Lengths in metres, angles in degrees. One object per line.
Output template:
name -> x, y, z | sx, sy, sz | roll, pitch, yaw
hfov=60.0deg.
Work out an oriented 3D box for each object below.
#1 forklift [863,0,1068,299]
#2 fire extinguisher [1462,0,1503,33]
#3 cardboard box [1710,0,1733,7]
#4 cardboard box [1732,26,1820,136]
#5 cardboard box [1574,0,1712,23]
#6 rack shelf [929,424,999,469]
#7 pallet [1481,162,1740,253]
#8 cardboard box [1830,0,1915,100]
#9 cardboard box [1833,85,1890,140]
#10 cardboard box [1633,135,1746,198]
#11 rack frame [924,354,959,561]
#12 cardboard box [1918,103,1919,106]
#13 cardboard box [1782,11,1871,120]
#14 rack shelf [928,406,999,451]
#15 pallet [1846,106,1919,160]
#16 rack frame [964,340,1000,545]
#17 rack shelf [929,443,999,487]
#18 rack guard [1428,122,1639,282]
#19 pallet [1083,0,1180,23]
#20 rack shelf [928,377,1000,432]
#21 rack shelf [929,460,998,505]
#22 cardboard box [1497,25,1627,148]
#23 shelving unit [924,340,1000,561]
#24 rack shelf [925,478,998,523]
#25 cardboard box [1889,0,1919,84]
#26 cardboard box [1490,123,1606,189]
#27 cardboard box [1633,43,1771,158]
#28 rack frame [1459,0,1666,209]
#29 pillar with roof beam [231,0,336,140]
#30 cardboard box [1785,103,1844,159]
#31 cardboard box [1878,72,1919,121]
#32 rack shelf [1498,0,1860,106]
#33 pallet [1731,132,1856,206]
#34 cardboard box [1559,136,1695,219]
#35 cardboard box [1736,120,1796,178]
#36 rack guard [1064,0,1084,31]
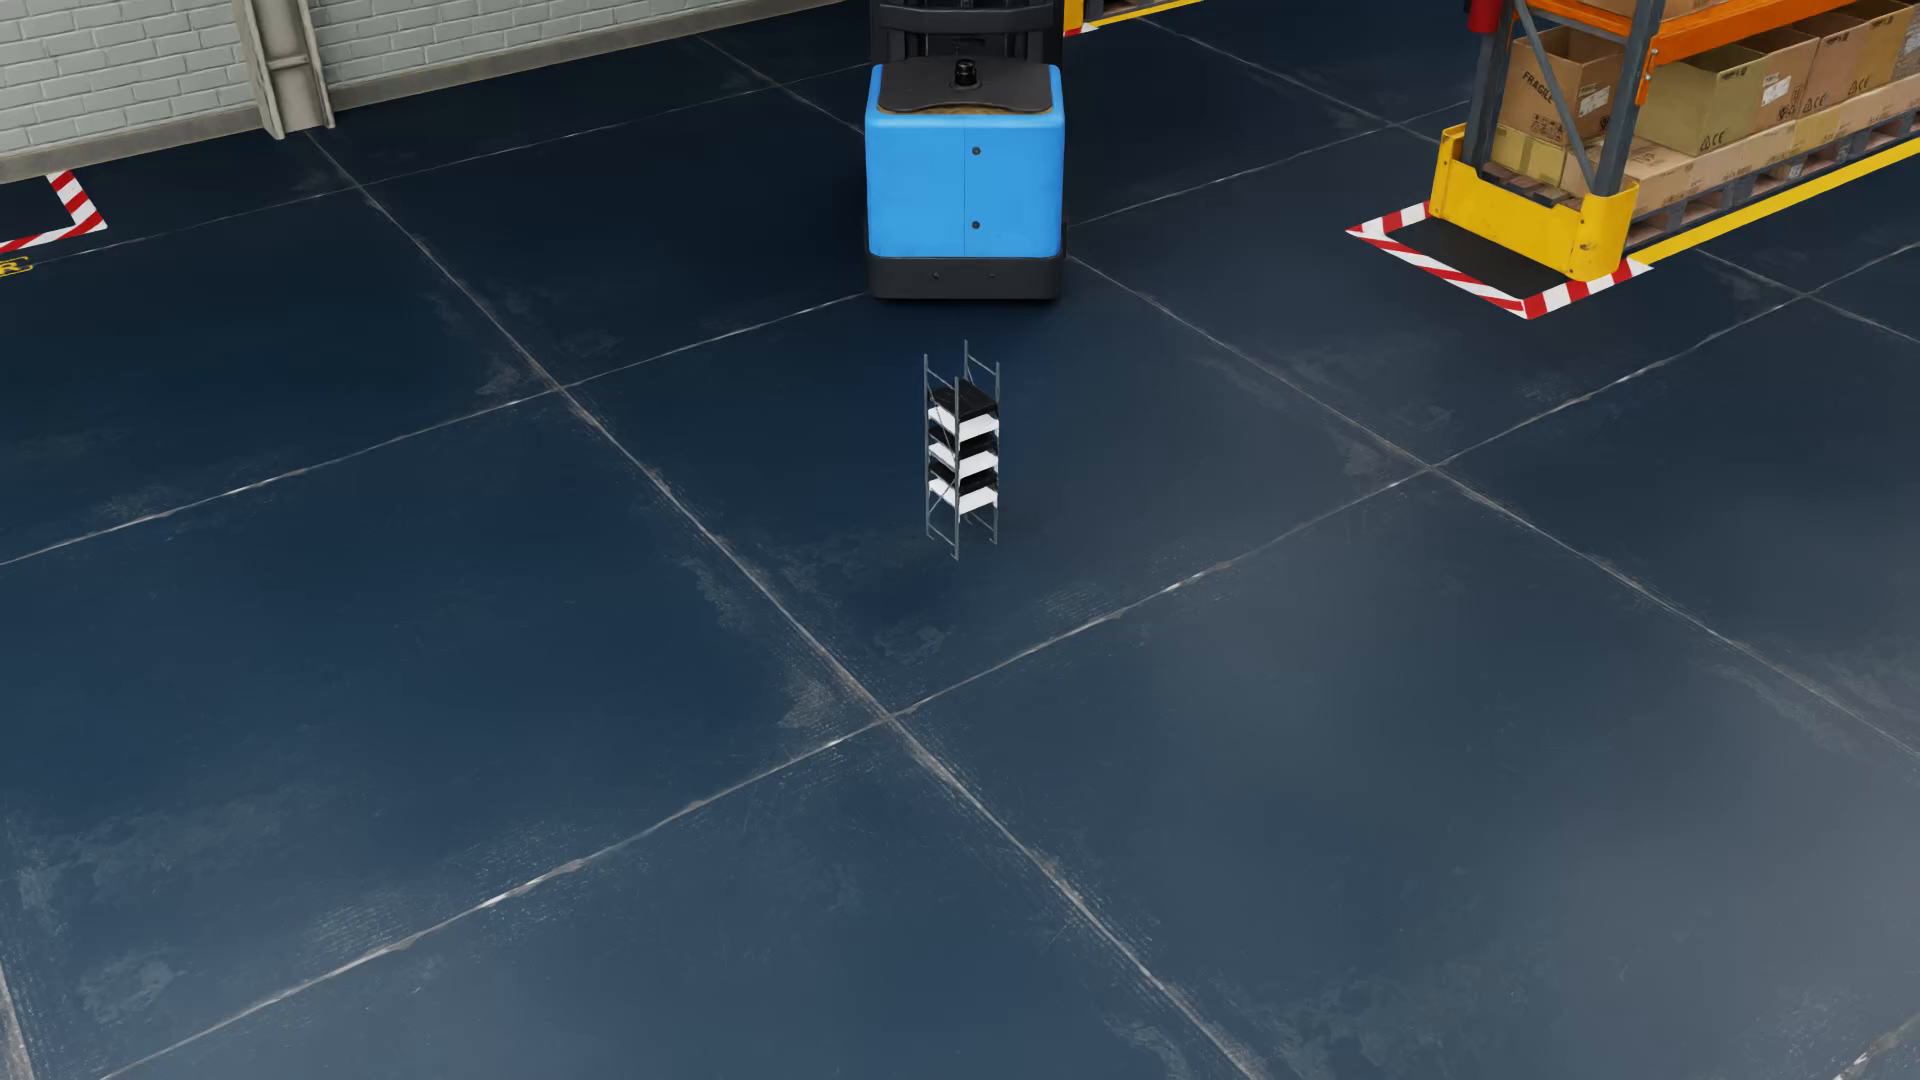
forklift -> 0.041, -3.310, 9.341 | 1.130, 2.935, 3.031 | 0, 36, 1
fire extinguisher -> 2.920, -3.133, 9.103 | 0.183, 0.674, 0.296 | -22, 41, -28
cardboard box -> 4.100, -3.353, 9.257 | 0.500, 0.500, 0.700 | -21, 41, -27
cardboard box -> 4.660, -2.758, 9.869 | 0.500, 0.500, 0.500 | -22, 41, -28
cardboard box -> 3.674, -3.174, 9.008 | 0.500, 0.500, 0.700 | -22, 41, -28
rack shelf -> 0.007, -0.414, 6.958 | 0.200, 0.077, 0.258 | -22, 41, -28
pallet -> 3.886, -2.127, 10.027 | 1.213, 0.211, 1.003 | -22, 41, -28
cardboard box -> 5.479, -3.093, 10.335 | 0.500, 0.500, 0.500 | -22, 41, -28
cardboard box -> 5.486, -2.783, 10.545 | 0.500, 0.250, 0.500 | -22, 41, -28
cardboard box -> 4.258, -2.280, 9.847 | 0.500, 0.250, 0.500 | -22, 41, -28
rack frame -> -0.076, -0.334, 6.943 | 0.006, 0.900, 0.240 | -22, 41, -28
cardboard box -> 6.301, -3.121, 11.016 | 0.500, 0.250, 0.500 | -22, 41, -28
cardboard box -> 5.079, -2.918, 10.092 | 0.500, 0.500, 0.500 | -22, 41, -28
rack shelf -> 0.007, -0.487, 6.905 | 0.200, 0.077, 0.258 | -22, 41, -28
pallet -> 5.880, -2.948, 11.168 | 1.213, 0.211, 1.003 | -22, 41, -28
rack frame -> 0.090, -0.402, 7.039 | 0.006, 0.900, 0.240 | -22, 41, -28
rack shelf -> 0.007, -0.341, 7.011 | 0.200, 0.077, 0.258 | -22, 41, -28
rack guard -> 3.265, -1.959, 9.546 | 0.348, 0.500, 1.175 | -22, 41, -28
pallet -> 1.174, -4.495, 13.319 | 1.213, 0.211, 1.003 | -22, 41, -28
rack shelf -> 0.007, -0.560, 6.853 | 0.200, 0.077, 0.258 | -22, 41, -28
rack shelf -> 0.007, -0.268, 7.063 | 0.200, 0.077, 0.258 | -22, 41, -28
cardboard box -> 3.552, -2.663, 9.737 | 0.500, 0.500, 0.500 | -22, 41, -28
shelving unit -> 0.007, -0.368, 6.991 | 0.210, 0.900, 0.258 | -22, 41, -28
rack shelf -> 0.007, -0.195, 7.116 | 0.200, 0.077, 0.258 | -22, 41, -28
cardboard box -> 5.886, -3.263, 10.571 | 0.500, 0.500, 0.500 | -22, 41, -28
cardboard box -> 3.553, -2.358, 9.954 | 0.500, 0.250, 0.500 | -22, 41, -28
cardboard box -> 4.259, -2.584, 9.627 | 0.500, 0.500, 0.500 | -22, 41, -28
rack frame -> 3.285, -2.982, 8.827 | 0.127, 3.000, 1.000 | -22, 41, -28
pillar with roof beam -> -1.923, -4.356, 5.600 | 0.400, 9.000, 9.100 | -22, 41, -28
cardboard box -> 5.078, -2.614, 10.311 | 0.500, 0.250, 0.500 | -22, 41, -28
cardboard box -> 5.887, -2.958, 10.789 | 0.500, 0.250, 0.500 | -22, 41, -28
rack shelf -> 4.919, -3.363, 9.973 | 4.000, 0.370, 1.077 | -22, 41, -28
pallet -> 4.882, -2.535, 10.594 | 1.213, 0.211, 1.003 | -22, 41, -28
cardboard box -> 3.851, -2.111, 9.611 | 0.500, 0.250, 0.500 | -22, 41, -28
cardboard box -> 4.667, -2.448, 10.081 | 0.500, 0.250, 0.500 | -22, 41, -28
rack guard -> 0.490, -4.356, 12.878 | 0.348, 0.500, 1.175 | -22, 41, -28
